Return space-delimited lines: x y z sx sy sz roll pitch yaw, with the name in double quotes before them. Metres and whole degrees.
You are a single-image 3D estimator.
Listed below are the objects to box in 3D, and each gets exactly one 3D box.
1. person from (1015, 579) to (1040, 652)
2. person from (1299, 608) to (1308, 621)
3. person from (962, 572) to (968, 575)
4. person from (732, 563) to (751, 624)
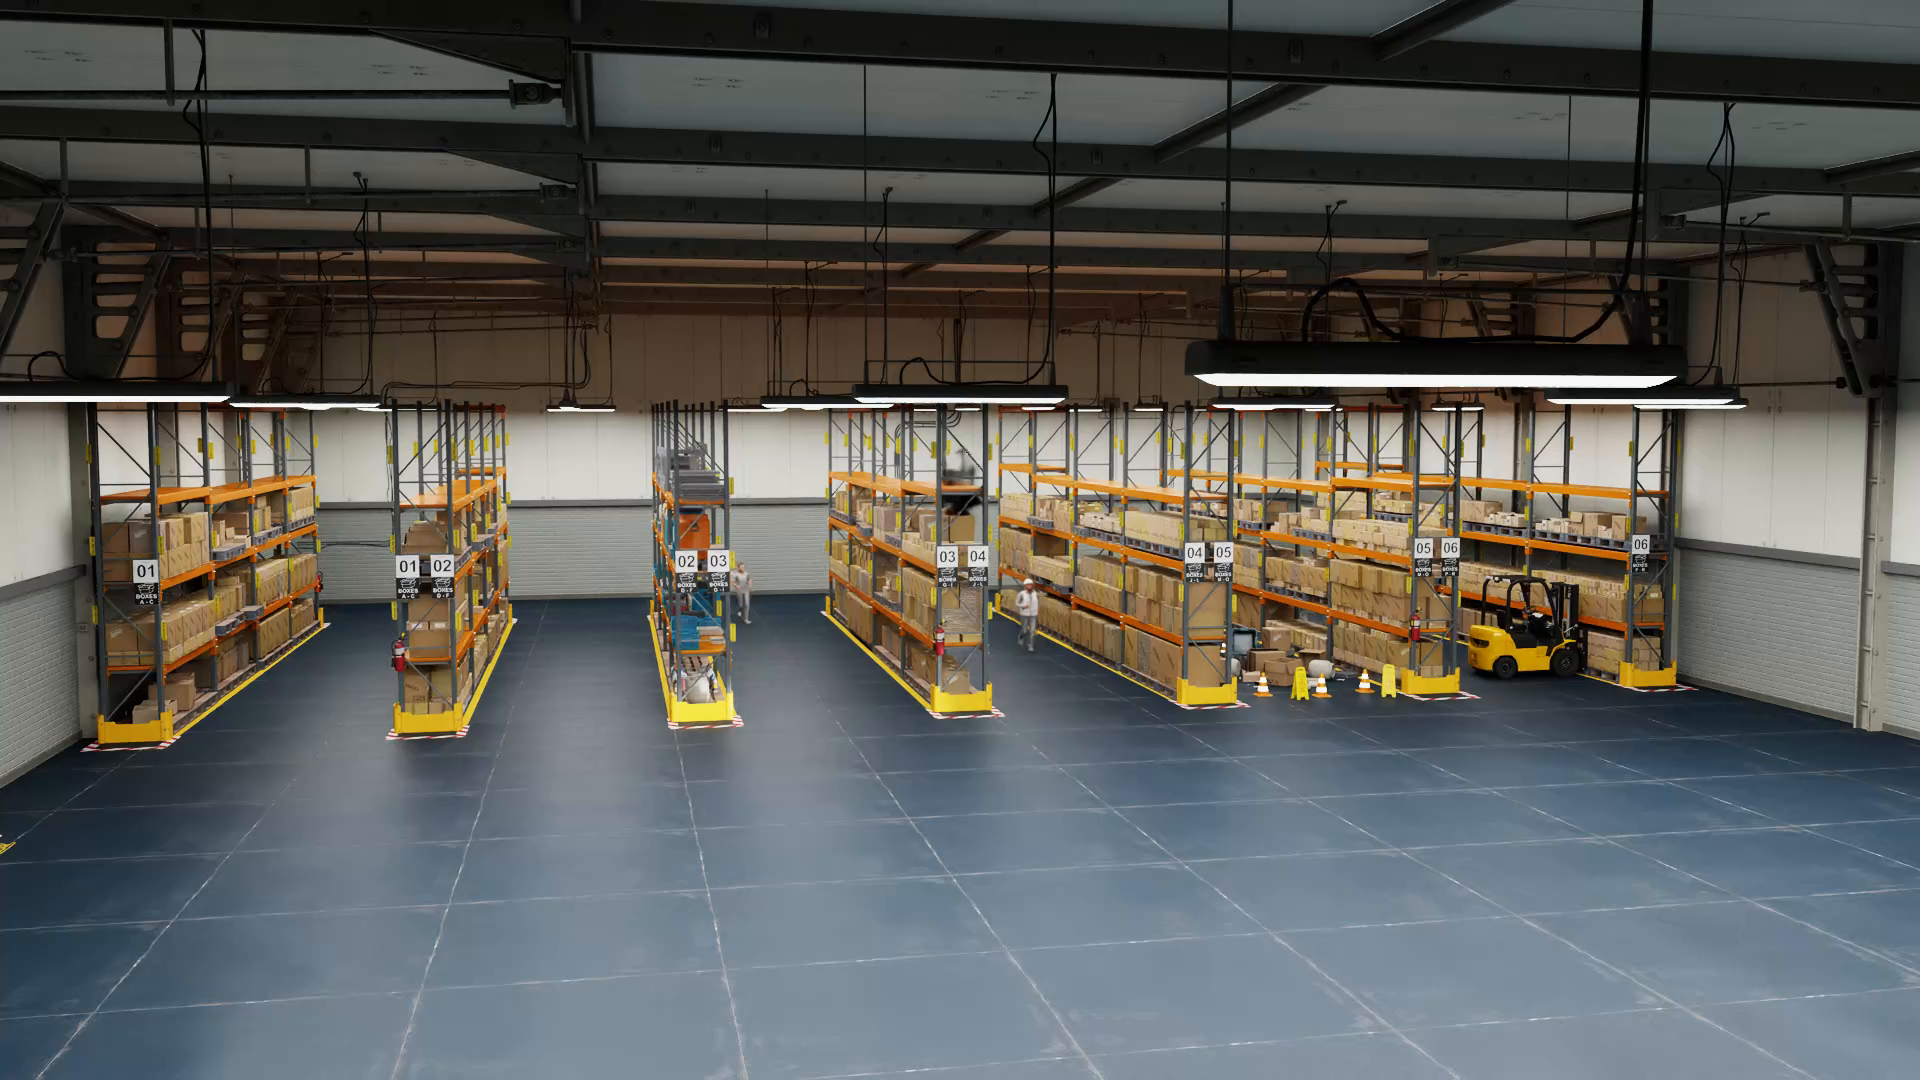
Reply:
"person" 1.650 1.807 40.336 0.665 1.743 0.775 -1 4 -15
"person" 9.054 1.491 44.039 0.691 1.661 0.649 -1 4 -13
"person" 0.115 1.364 46.959 0.614 1.767 0.727 0 4 -4
"person" -6.023 1.457 45.927 0.576 1.660 0.814 -2 5 -24
